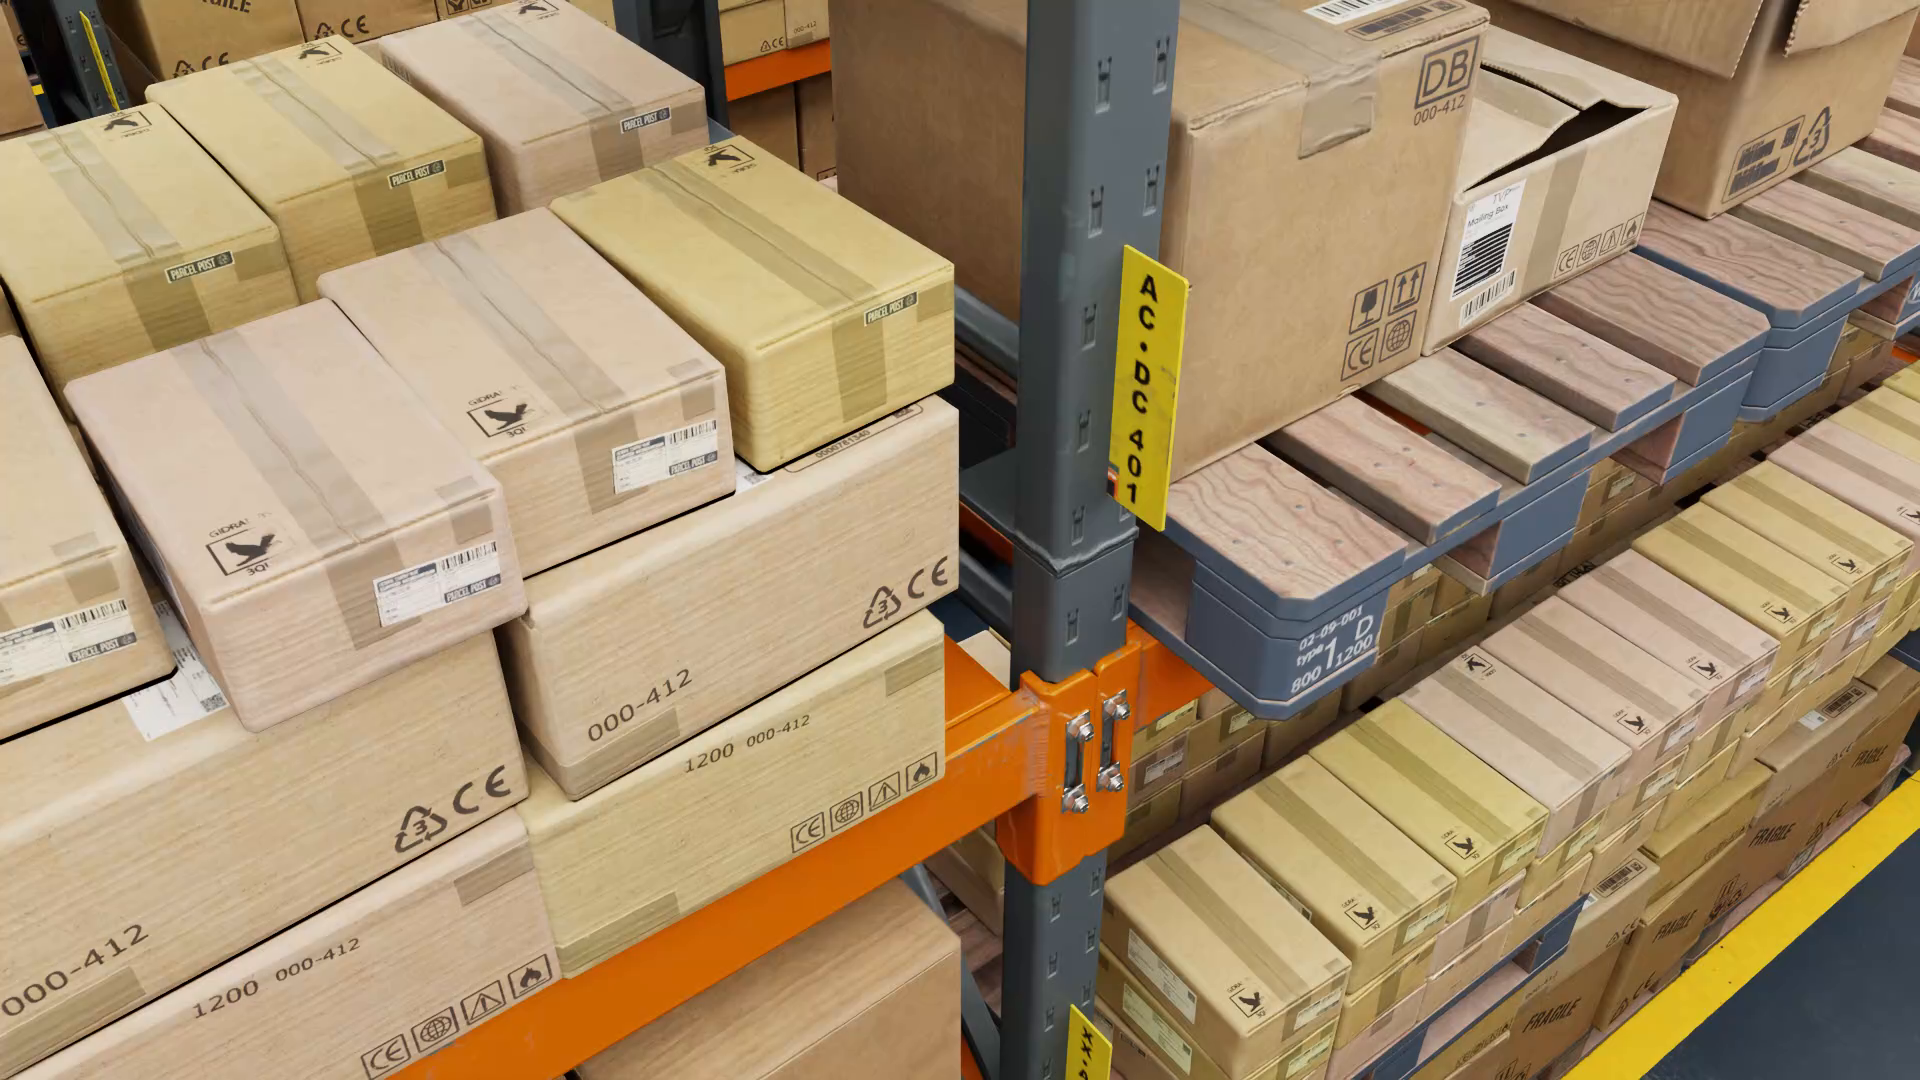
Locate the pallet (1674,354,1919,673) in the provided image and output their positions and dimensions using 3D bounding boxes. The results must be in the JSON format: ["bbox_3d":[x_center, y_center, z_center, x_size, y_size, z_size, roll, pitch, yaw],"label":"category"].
[{"bbox_3d":[2.533,-0.212,4.795,1.003,0.211,1.213,-26,46,-28],"label":"pallet"}]

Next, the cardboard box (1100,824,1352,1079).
[{"bbox_3d":[0.454,0.714,2.912,0.250,0.149,0.380,-24,45,-26],"label":"cardboard box"}]

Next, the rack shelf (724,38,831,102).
[{"bbox_3d":[-1.649,-2.015,7.408,4.000,0.370,1.077,-26,46,-28],"label":"rack shelf"}]

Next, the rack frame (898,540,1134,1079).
[{"bbox_3d":[-0.138,0.930,3.251,0.127,3.000,1.000,-26,46,-28],"label":"rack frame"}]

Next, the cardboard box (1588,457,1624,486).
[{"bbox_3d":[1.508,-0.321,4.174,0.250,0.149,0.380,-25,45,-27],"label":"cardboard box"}]

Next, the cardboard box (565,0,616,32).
[{"bbox_3d":[-1.502,-2.277,6.885,0.500,0.250,0.500,-27,47,-29],"label":"cardboard box"}]

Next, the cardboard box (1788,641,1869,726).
[{"bbox_3d":[1.902,0.234,3.967,0.250,0.149,0.380,-25,45,-27],"label":"cardboard box"}]

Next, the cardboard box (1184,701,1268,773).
[{"bbox_3d":[0.464,0.300,3.651,0.250,0.149,0.380,-24,45,-26],"label":"cardboard box"}]

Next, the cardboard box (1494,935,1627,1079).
[{"bbox_3d":[1.435,1.168,4.601,0.500,0.500,0.500,-25,46,-27],"label":"cardboard box"}]

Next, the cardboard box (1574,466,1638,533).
[{"bbox_3d":[1.508,-0.212,4.275,0.250,0.149,0.380,-26,46,-28],"label":"cardboard box"}]

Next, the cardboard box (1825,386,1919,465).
[{"bbox_3d":[2.306,-0.189,4.013,0.250,0.149,0.380,-25,45,-27],"label":"cardboard box"}]

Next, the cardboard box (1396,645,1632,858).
[{"bbox_3d":[1.076,0.410,3.283,0.250,0.149,0.380,-27,46,-29],"label":"cardboard box"}]

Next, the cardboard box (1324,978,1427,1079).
[{"bbox_3d":[0.671,0.834,3.235,0.250,0.149,0.380,-25,46,-27],"label":"cardboard box"}]

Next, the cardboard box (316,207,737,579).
[{"bbox_3d":[-0.423,-0.153,1.616,0.250,0.149,0.380,-25,45,-27],"label":"cardboard box"}]

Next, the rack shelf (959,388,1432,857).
[{"bbox_3d":[1.448,-0.724,3.470,4.000,0.370,1.077,-26,46,-28],"label":"rack shelf"}]

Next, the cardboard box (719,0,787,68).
[{"bbox_3d":[-1.110,-2.290,7.295,0.500,0.250,0.500,-26,46,-29],"label":"cardboard box"}]

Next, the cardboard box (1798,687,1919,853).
[{"bbox_3d":[2.671,0.574,5.325,0.500,0.500,0.500,-26,46,-28],"label":"cardboard box"}]

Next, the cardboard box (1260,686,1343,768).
[{"bbox_3d":[0.659,0.319,3.863,0.250,0.149,0.380,-28,47,-30],"label":"cardboard box"}]

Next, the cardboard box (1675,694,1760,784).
[{"bbox_3d":[1.492,0.320,3.628,0.250,0.149,0.380,-27,46,-29],"label":"cardboard box"}]

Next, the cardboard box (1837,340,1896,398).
[{"bbox_3d":[2.556,-0.609,4.995,0.250,0.149,0.380,-27,46,-29],"label":"cardboard box"}]

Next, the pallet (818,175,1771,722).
[{"bbox_3d":[0.416,-0.342,2.585,1.003,0.211,1.213,-26,46,-28],"label":"pallet"}]

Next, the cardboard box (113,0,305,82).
[{"bbox_3d":[-2.711,-1.971,5.920,0.500,0.500,0.500,-25,46,-28],"label":"cardboard box"}]

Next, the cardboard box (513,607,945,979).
[{"bbox_3d":[-0.363,0.154,1.950,0.500,0.250,0.500,-25,45,-27],"label":"cardboard box"}]

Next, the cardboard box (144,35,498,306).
[{"bbox_3d":[-0.753,-0.440,1.966,0.250,0.149,0.380,-28,47,-30],"label":"cardboard box"}]

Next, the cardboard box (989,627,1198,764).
[{"bbox_3d":[0.274,0.278,3.445,0.250,0.149,0.380,-27,47,-29],"label":"cardboard box"}]

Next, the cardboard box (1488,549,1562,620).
[{"bbox_3d":[1.298,0.004,4.247,0.250,0.149,0.380,-28,47,-29],"label":"cardboard box"}]

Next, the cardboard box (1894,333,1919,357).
[{"bbox_3d":[3.227,-0.963,5.480,0.500,0.500,0.500,-26,46,-28],"label":"cardboard box"}]

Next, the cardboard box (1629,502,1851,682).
[{"bbox_3d":[1.691,0.108,3.651,0.250,0.149,0.380,-25,45,-27],"label":"cardboard box"}]

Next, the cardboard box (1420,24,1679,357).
[{"bbox_3d":[0.687,-0.592,2.480,0.500,0.311,0.500,-27,46,-29],"label":"cardboard box"}]

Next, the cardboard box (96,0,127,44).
[{"bbox_3d":[-3.033,-2.244,6.253,0.500,0.500,0.500,-24,45,-27],"label":"cardboard box"}]

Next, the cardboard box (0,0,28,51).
[{"bbox_3d":[-5.742,-3.284,10.028,0.500,0.500,0.500,-24,45,-26],"label":"cardboard box"}]

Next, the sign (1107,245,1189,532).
[{"bbox_3d":[0.199,-0.159,1.806,0.005,0.325,0.100,-26,46,-28],"label":"sign"}]

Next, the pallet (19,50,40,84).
[{"bbox_3d":[-5.640,-3.270,10.570,1.213,0.211,1.003,-26,46,-28],"label":"pallet"}]

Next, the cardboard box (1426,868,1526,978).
[{"bbox_3d":[0.863,0.628,3.252,0.250,0.149,0.380,-25,45,-27],"label":"cardboard box"}]

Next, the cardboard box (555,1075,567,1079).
[{"bbox_3d":[-0.753,0.910,2.174,0.500,0.500,0.500,-27,47,-29],"label":"cardboard box"}]

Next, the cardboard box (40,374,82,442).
[{"bbox_3d":[-1.064,-0.109,1.877,0.500,0.250,0.500,-26,46,-28],"label":"cardboard box"}]

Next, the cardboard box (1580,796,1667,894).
[{"bbox_3d":[1.273,0.544,3.588,0.250,0.149,0.380,-28,47,-30],"label":"cardboard box"}]

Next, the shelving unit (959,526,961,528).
[{"bbox_3d":[-0.005,-0.432,6.390,1.048,1.125,0.538,-26,46,-28],"label":"shelving unit"}]

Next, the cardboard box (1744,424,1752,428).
[{"bbox_3d":[2.104,-0.499,4.626,0.250,0.149,0.380,-27,47,-29],"label":"cardboard box"}]

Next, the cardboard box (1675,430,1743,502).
[{"bbox_3d":[1.916,-0.296,4.613,0.250,0.149,0.380,-24,45,-26],"label":"cardboard box"}]

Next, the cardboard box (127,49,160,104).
[{"bbox_3d":[-2.714,-1.683,6.161,0.500,0.250,0.500,-27,47,-29],"label":"cardboard box"}]

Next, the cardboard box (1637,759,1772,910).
[{"bbox_3d":[1.845,0.684,4.600,0.500,0.250,0.500,-25,45,-27],"label":"cardboard box"}]

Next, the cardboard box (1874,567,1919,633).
[{"bbox_3d":[2.104,0.023,3.990,0.250,0.149,0.380,-26,46,-28],"label":"cardboard box"}]

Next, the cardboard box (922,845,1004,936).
[{"bbox_3d":[0.056,0.612,3.506,0.250,0.149,0.380,-27,46,-29],"label":"cardboard box"}]
